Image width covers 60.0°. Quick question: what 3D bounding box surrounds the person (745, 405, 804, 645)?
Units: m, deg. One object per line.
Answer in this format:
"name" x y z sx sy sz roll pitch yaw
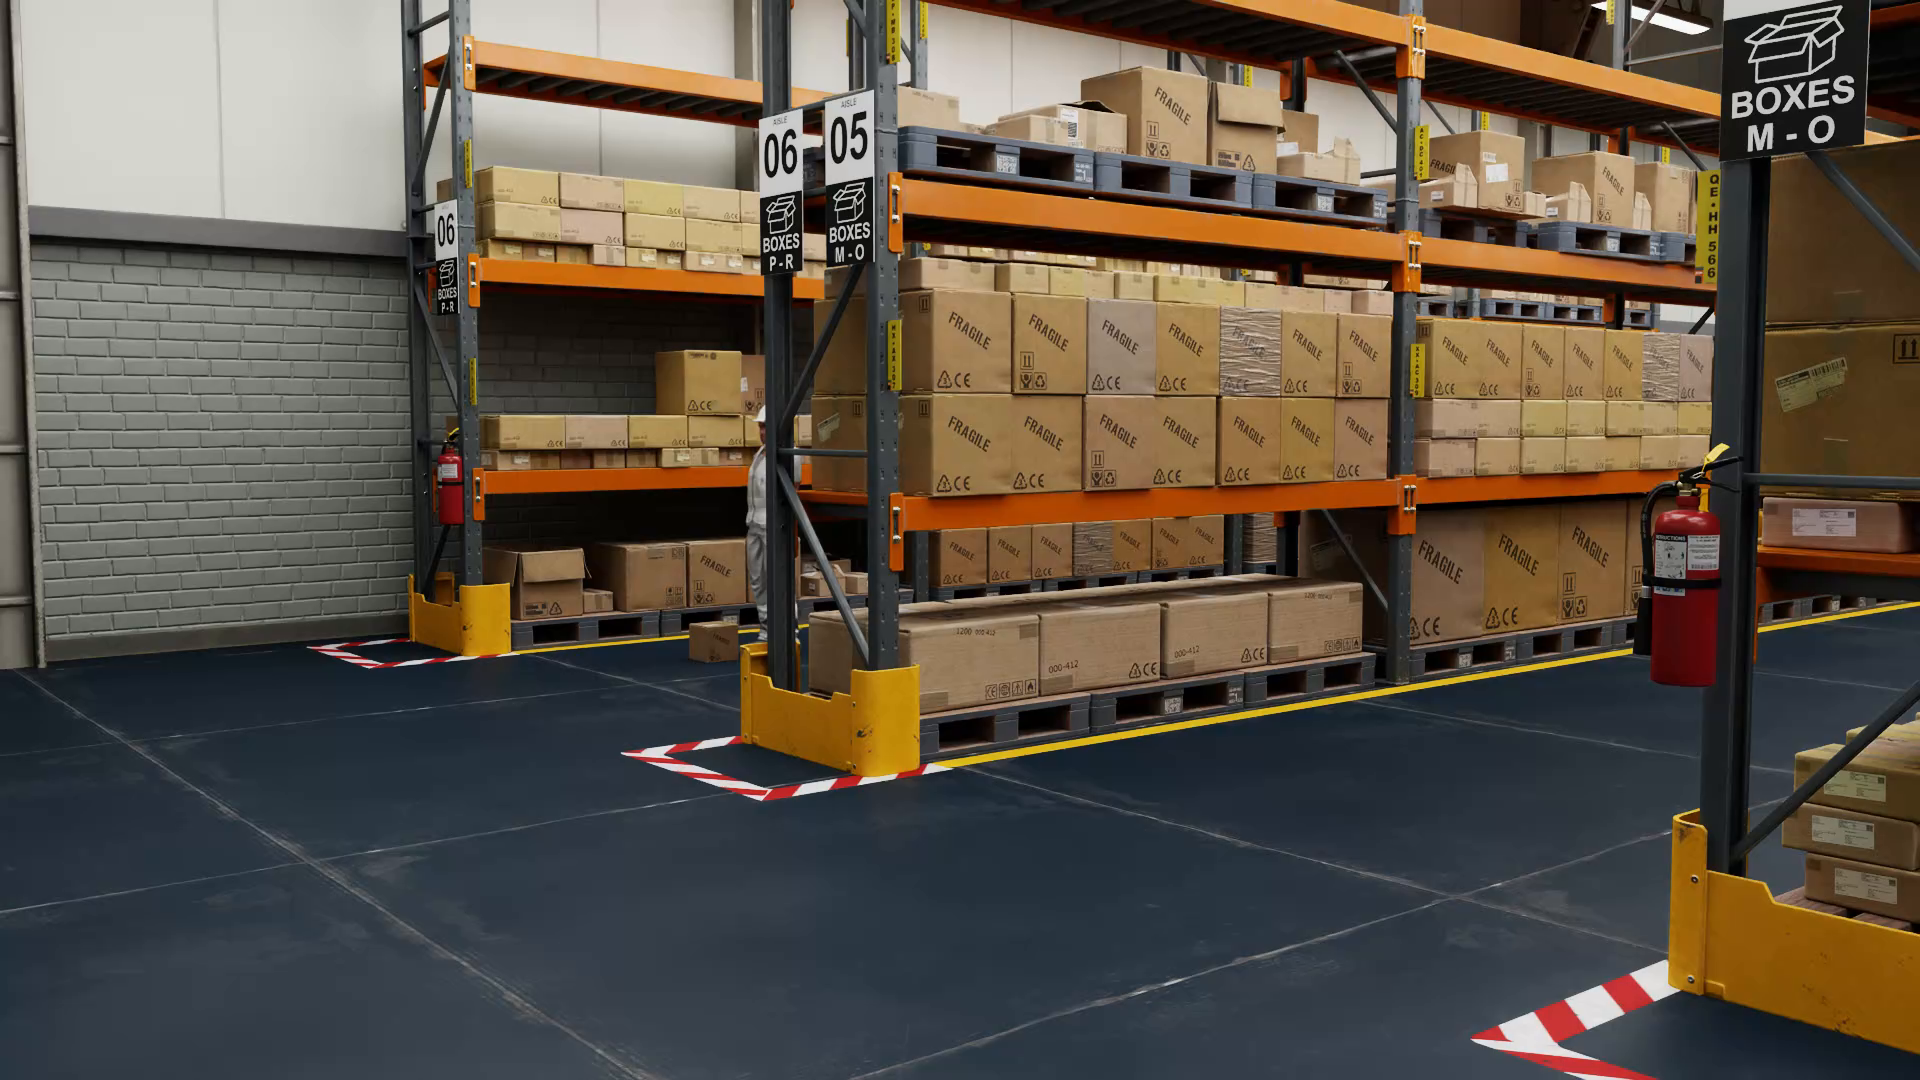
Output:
"person" -1.334 -0.075 11.815 0.344 1.783 0.527 -3 5 -38
